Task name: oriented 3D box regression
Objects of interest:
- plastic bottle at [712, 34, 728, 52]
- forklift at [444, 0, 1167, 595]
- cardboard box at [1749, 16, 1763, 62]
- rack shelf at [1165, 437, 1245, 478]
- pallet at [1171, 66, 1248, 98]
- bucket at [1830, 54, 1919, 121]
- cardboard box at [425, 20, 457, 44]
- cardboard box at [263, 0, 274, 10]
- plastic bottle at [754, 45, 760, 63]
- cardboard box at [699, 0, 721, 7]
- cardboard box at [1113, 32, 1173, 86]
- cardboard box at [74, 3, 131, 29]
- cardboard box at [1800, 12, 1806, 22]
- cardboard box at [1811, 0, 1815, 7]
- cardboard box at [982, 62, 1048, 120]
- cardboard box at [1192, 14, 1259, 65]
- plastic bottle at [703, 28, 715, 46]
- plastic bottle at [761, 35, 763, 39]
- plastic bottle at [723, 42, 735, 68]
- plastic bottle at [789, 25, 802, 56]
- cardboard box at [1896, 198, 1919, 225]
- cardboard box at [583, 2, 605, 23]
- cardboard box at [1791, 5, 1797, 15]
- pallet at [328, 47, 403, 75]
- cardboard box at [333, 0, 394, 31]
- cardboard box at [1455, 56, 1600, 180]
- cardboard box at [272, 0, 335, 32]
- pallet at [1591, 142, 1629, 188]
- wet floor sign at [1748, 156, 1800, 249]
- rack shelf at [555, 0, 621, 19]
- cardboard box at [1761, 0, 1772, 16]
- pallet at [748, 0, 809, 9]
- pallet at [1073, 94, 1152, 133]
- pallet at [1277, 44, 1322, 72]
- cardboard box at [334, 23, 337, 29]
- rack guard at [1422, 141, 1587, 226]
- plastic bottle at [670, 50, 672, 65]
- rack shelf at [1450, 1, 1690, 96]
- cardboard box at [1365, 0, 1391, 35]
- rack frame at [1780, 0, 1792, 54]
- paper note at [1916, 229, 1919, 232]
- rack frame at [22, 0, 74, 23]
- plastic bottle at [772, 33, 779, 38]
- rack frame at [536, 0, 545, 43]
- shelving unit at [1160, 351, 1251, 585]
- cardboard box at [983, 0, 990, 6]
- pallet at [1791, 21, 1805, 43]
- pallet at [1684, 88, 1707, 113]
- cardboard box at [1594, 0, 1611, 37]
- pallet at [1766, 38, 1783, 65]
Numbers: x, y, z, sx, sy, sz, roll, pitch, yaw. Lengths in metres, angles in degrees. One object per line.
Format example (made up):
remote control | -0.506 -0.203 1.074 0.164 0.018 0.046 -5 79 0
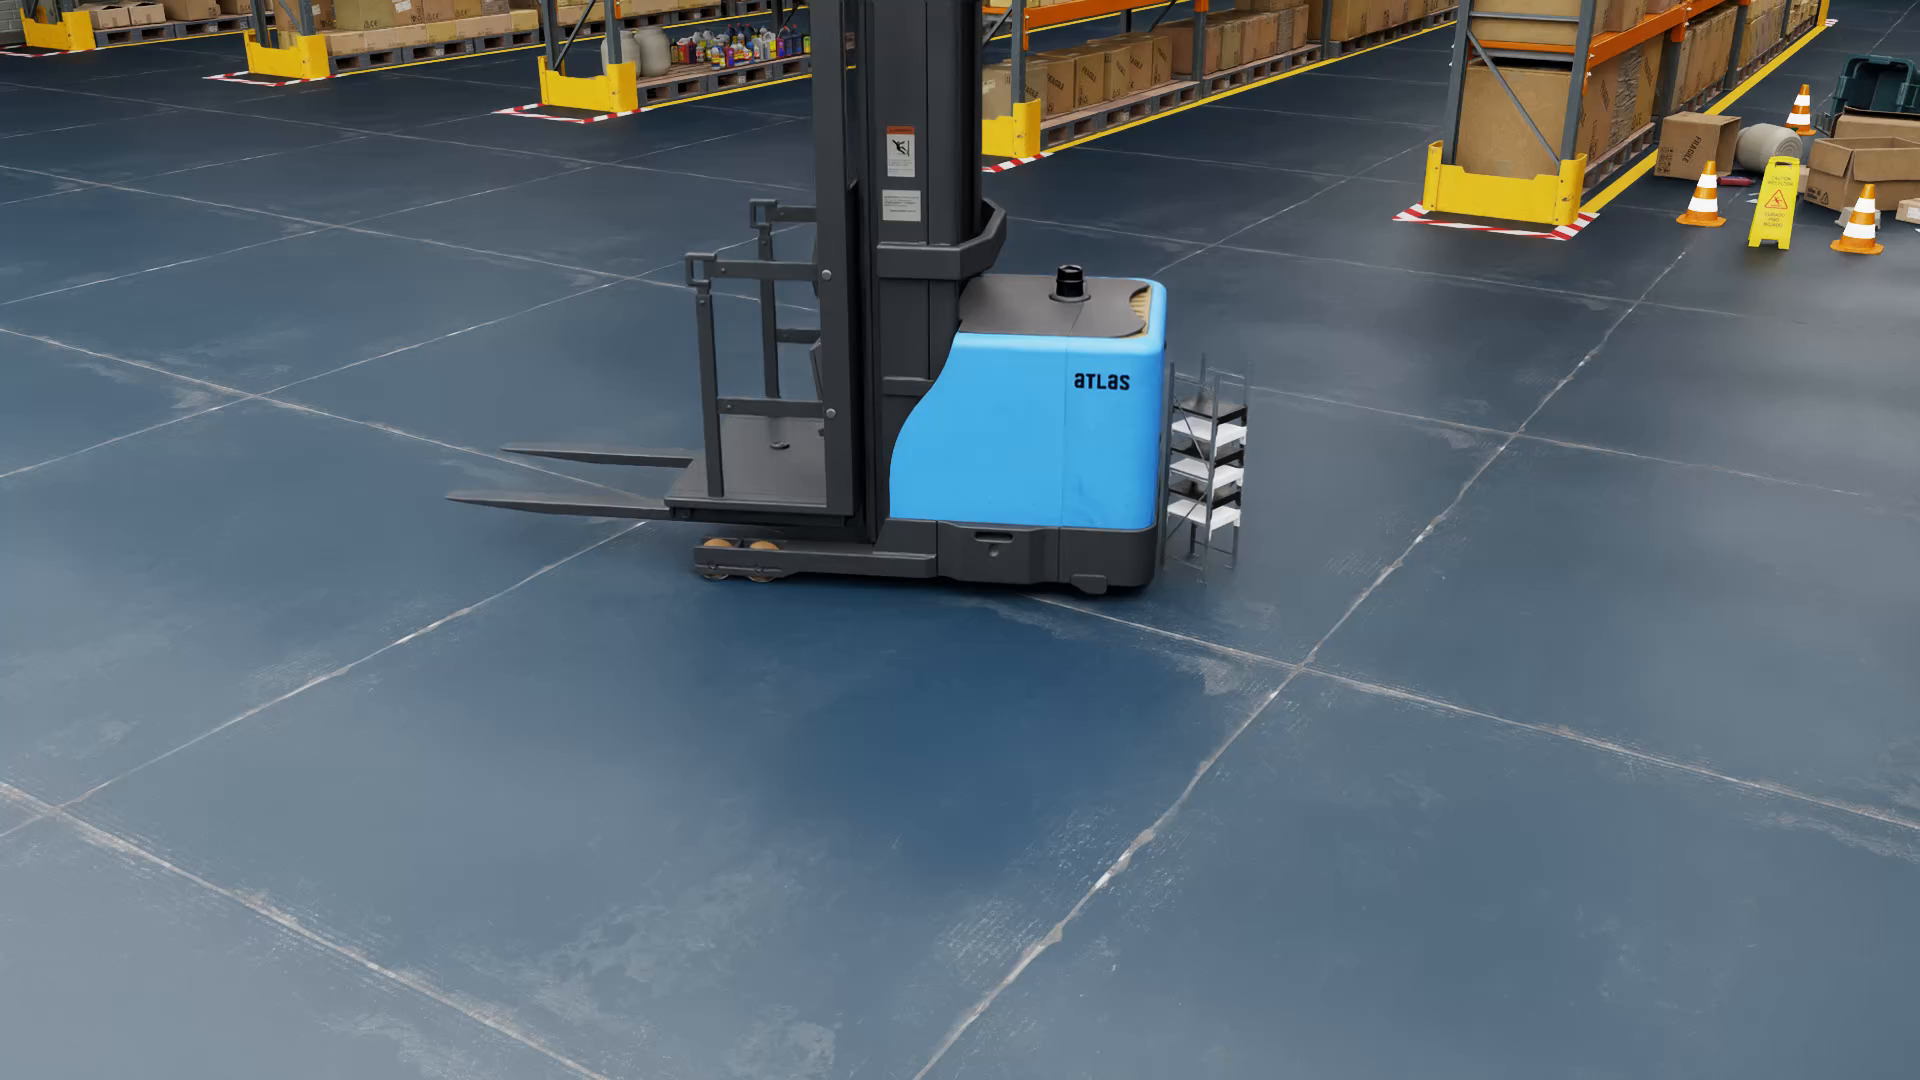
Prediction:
plastic bottle | -2.912 -5.986 20.175 0.152 0.276 0.135 14 27 29
forklift | -0.662 -1.374 6.734 3.031 2.935 1.130 3 24 7
cardboard box | 9.381 -6.089 20.157 0.500 0.500 0.500 14 27 30
rack shelf | 0.997 -0.345 6.772 0.258 0.077 0.200 22 31 40
pallet | 2.668 -5.394 19.445 1.003 0.211 1.213 14 27 29
bucket | 8.306 -4.004 14.930 0.620 0.611 0.726 -6 22 -39
cardboard box | -7.001 -6.709 21.905 0.500 0.250 0.500 14 27 29
cardboard box | -10.623 -8.240 25.521 0.380 0.166 0.250 10 25 22
plastic bottle | -2.444 -5.815 19.876 0.097 0.201 0.097 0 23 0
cardboard box | -4.116 -8.540 26.135 0.500 0.250 0.500 15 27 30
cardboard box | 2.013 -5.330 18.404 0.500 0.500 0.500 13 27 27
cardboard box | -12.035 -7.358 23.301 0.500 0.311 0.500 11 26 23
cardboard box | 12.024 -7.598 24.086 0.380 0.149 0.250 14 27 30
cardboard box | 12.440 -7.995 24.627 0.380 0.149 0.250 13 26 27
cardboard box | 0.492 -4.314 16.057 0.500 0.500 0.500 20 30 38
cardboard box | 3.163 -6.014 19.960 0.700 0.500 0.500 11 26 24
plastic bottle | -3.051 -6.042 20.213 0.144 0.351 0.185 14 27 29
plastic bottle | -2.543 -6.317 21.034 0.097 0.201 0.097 0 23 0
plastic bottle | -2.703 -5.673 19.445 0.061 0.283 0.133 14 27 30
plastic bottle | -2.044 -6.157 20.478 0.144 0.351 0.185 13 27 28
cardboard box | 7.543 -2.541 12.933 0.250 0.149 0.380 -12 26 -26
cardboard box | -5.462 -7.675 24.137 0.500 0.250 0.500 15 27 30
cardboard box | 11.567 -7.486 23.452 0.380 0.149 0.250 15 28 31
pallet | -7.898 -6.125 21.133 1.003 0.211 1.213 14 27 29
cardboard box | -7.532 -6.717 20.978 0.500 0.500 0.500 14 27 29
cardboard box | 4.611 -3.448 13.584 0.875 0.875 0.875 14 27 29
cardboard box | -8.235 -6.656 20.839 0.500 0.500 0.500 14 27 29
pallet | 5.309 -3.404 14.848 1.003 0.211 1.213 14 27 29
wet floor sign | 5.976 -2.482 12.172 0.267 0.644 0.232 9 25 20
rack shelf | -3.004 -6.444 19.265 1.077 0.370 4.000 14 27 29
cardboard box | 9.638 -6.595 20.382 0.500 0.250 0.500 14 27 29
pallet | -2.975 -9.213 28.265 1.003 0.211 1.213 14 27 29
pallet | 1.292 -4.484 17.342 1.003 0.211 1.213 14 27 29
pallet | 3.955 -6.218 21.347 1.003 0.211 1.213 14 27 29
cardboard box | -7.980 -6.483 21.383 0.500 0.250 0.500 14 27 29
rack guard | 4.296 -2.832 13.163 1.175 0.500 0.348 14 27 29
plastic bottle | -3.463 -5.728 19.675 0.097 0.201 0.097 0 23 0
rack shelf | 5.364 -4.332 14.387 1.077 0.370 4.000 14 27 29
cardboard box | 5.227 -7.506 22.960 1.225 0.875 0.875 14 27 29
rack frame | 10.639 -8.037 22.041 1.000 3.000 0.127 14 27 29
paper note | 7.375 -2.358 12.658 0.148 0.019 0.142 5 24 11
rack frame | -12.476 -8.175 22.358 1.000 3.000 0.127 14 27 29
plastic bottle | -2.285 -6.081 20.395 0.152 0.276 0.135 14 27 29
rack frame | -6.156 -8.488 23.082 1.000 3.000 0.127 14 27 29
shelving unit | 0.997 -0.293 6.794 0.258 0.900 0.210 22 31 40
cardboard box | 0.123 -5.085 15.537 0.380 0.149 0.250 14 27 29
pallet | 11.606 -7.405 24.090 1.003 0.211 1.213 14 27 29
pallet | 7.405 -4.747 17.950 1.003 0.211 1.213 14 27 29
cardboard box | 4.738 -4.381 13.406 0.875 0.550 0.550 14 27 29
pallet | 10.229 -6.495 21.987 1.003 0.211 1.213 14 27 29
